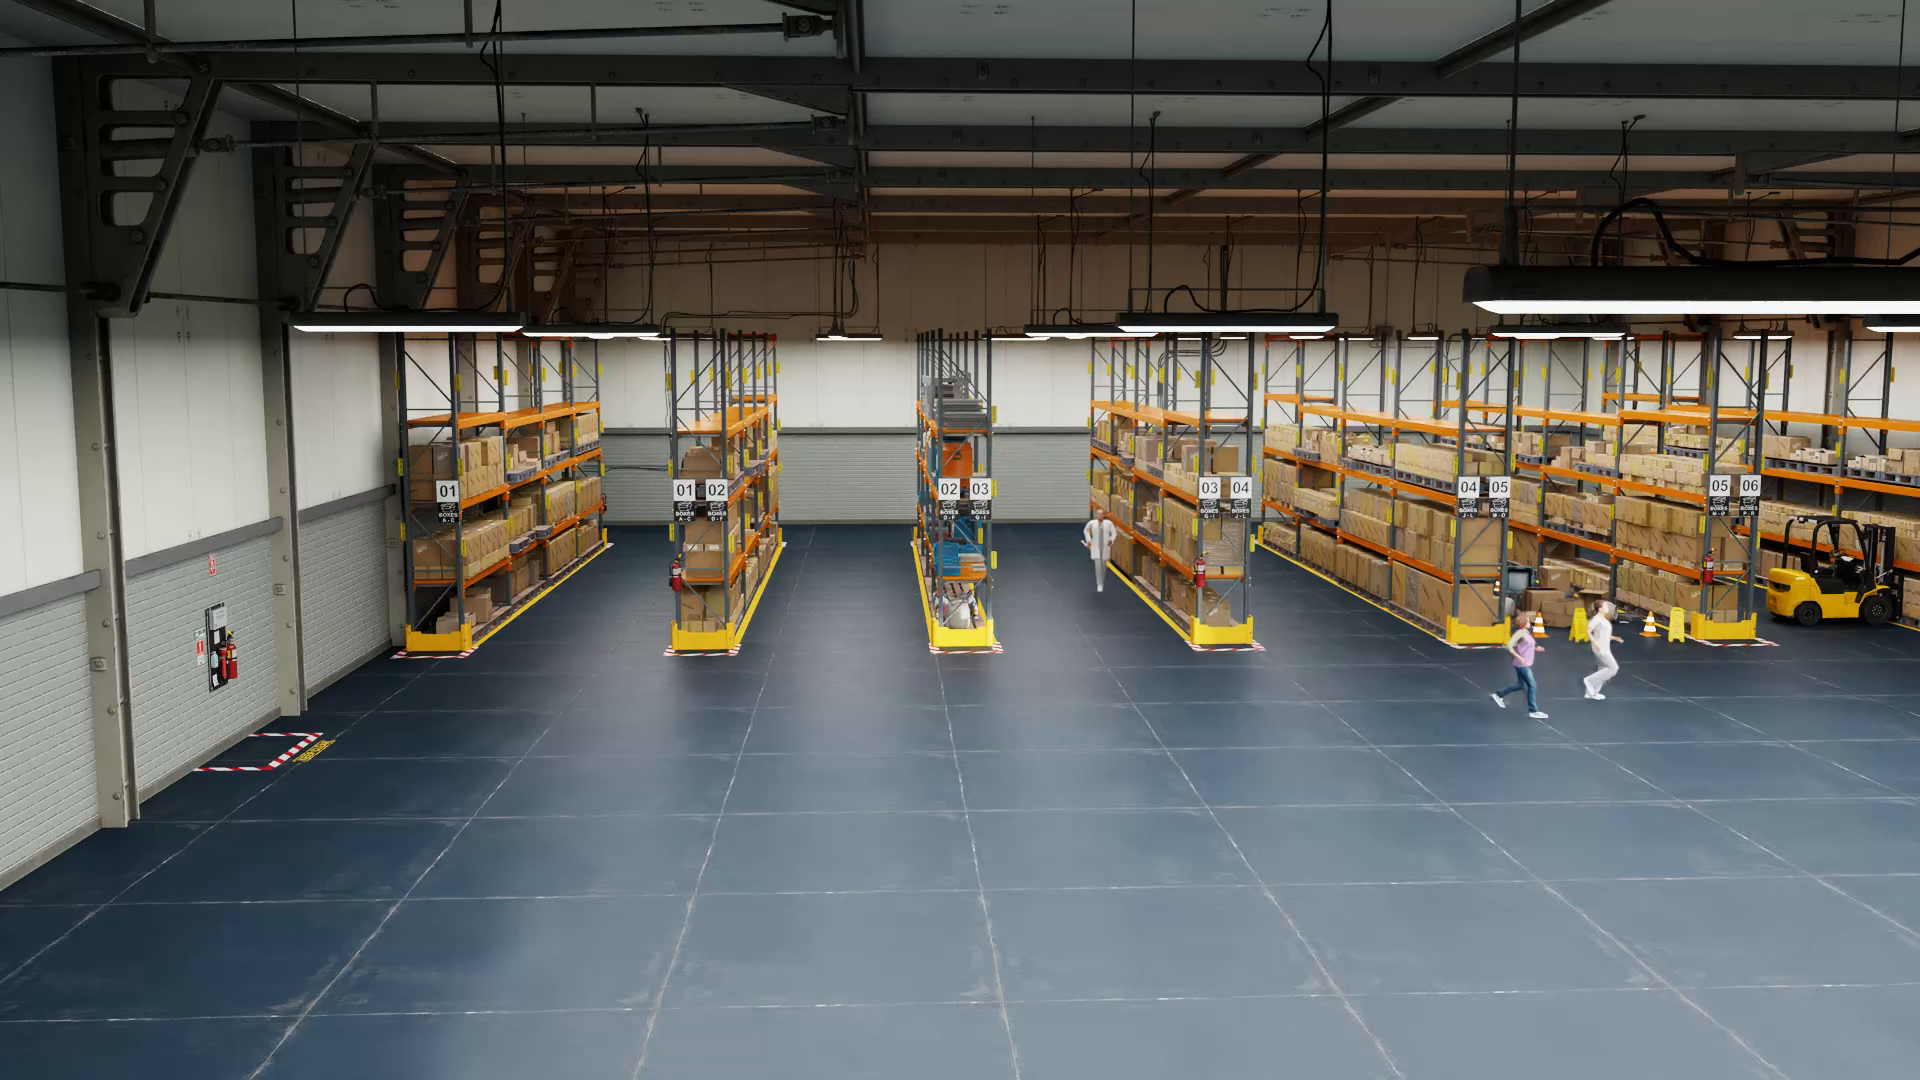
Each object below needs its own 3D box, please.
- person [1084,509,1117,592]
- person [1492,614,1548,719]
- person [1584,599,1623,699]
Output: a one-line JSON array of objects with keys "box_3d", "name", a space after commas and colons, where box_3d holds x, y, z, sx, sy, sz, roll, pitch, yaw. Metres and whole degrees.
[{"box_3d": [3.127, 0.204, 37.037, 0.722, 1.801, 0.882, 0, 7, -3], "name": "person"}, {"box_3d": [8.617, 1.923, 25.540, 0.864, 1.575, 0.545, 4, 8, 29], "name": "person"}, {"box_3d": [10.359, 1.763, 26.744, 0.552, 1.624, 0.565, 4, 8, 30], "name": "person"}]
